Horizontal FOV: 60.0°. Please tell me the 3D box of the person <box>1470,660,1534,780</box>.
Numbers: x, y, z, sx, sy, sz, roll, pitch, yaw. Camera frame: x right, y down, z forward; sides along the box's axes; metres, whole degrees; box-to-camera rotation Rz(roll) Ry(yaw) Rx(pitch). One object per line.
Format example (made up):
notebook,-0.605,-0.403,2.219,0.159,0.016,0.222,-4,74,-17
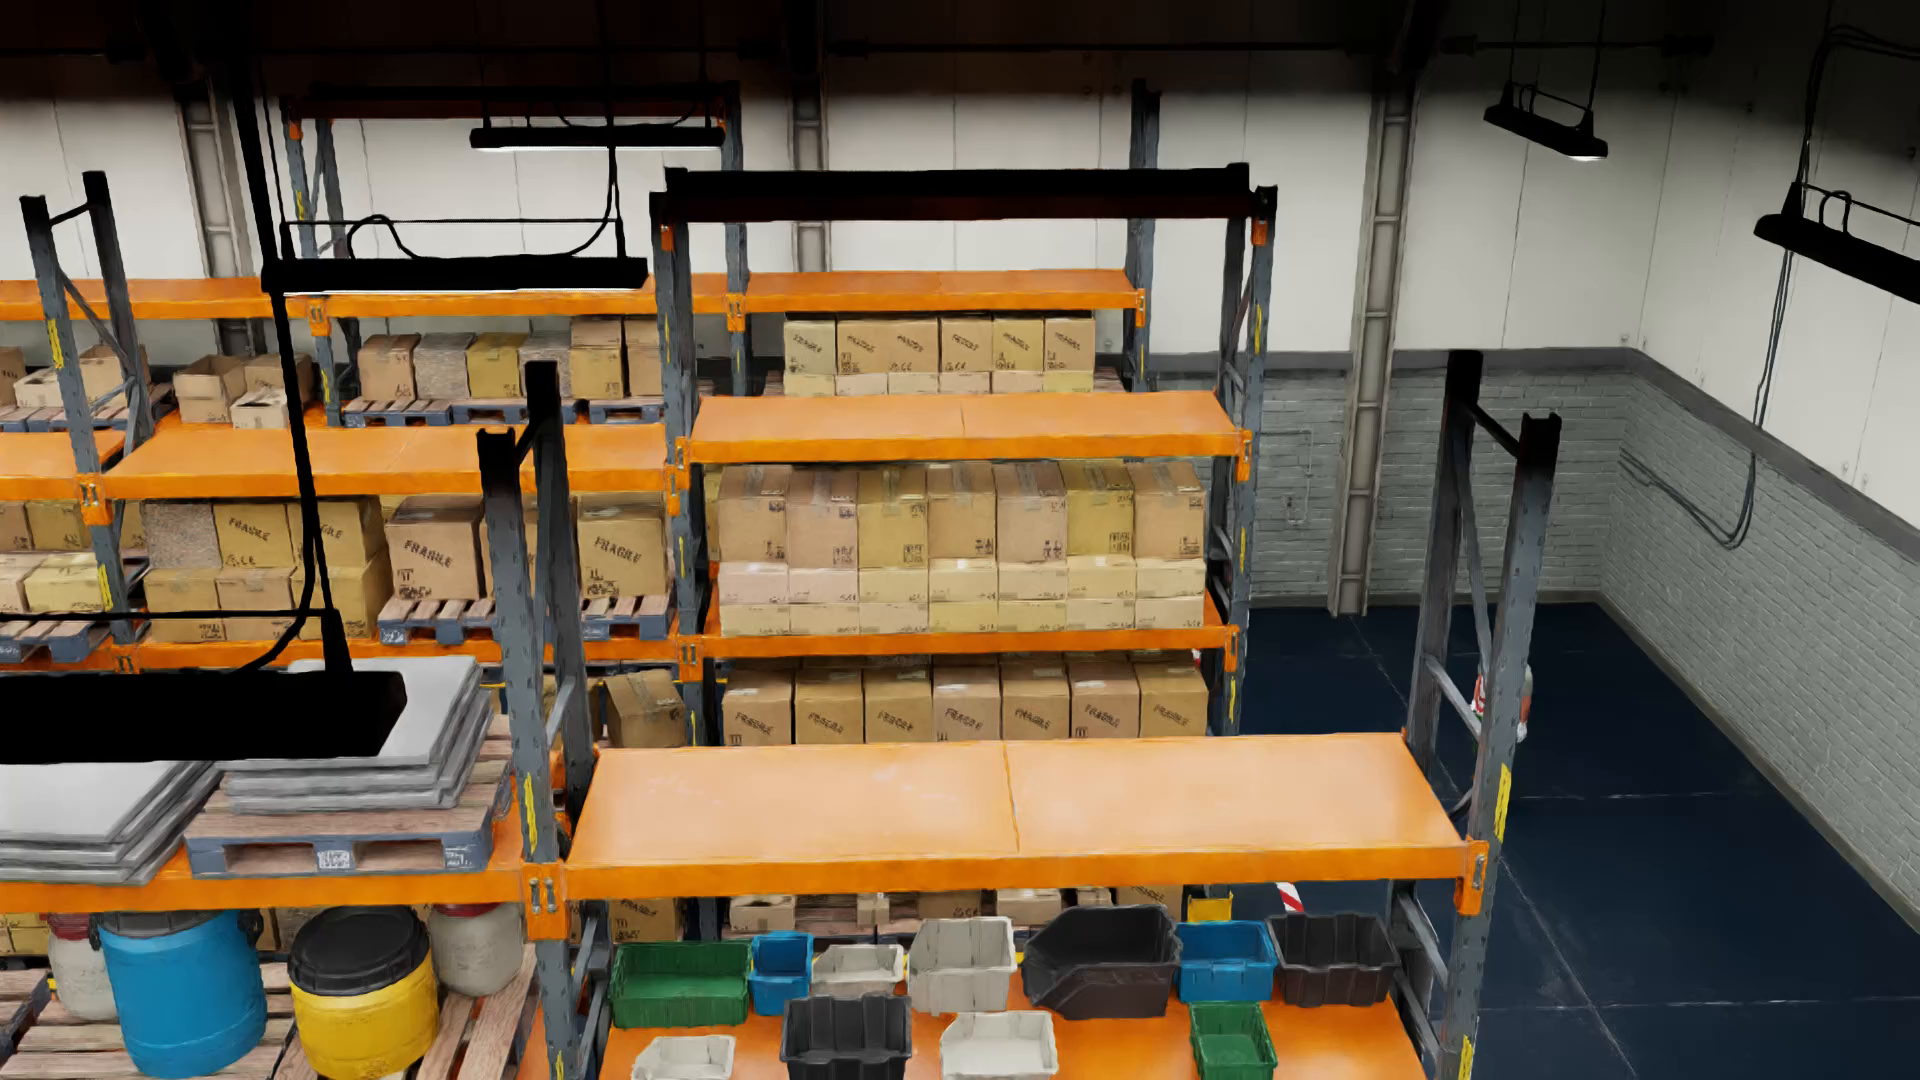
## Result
person,4.866,1.561,14.961,0.574,1.776,0.583,-16,27,-34
